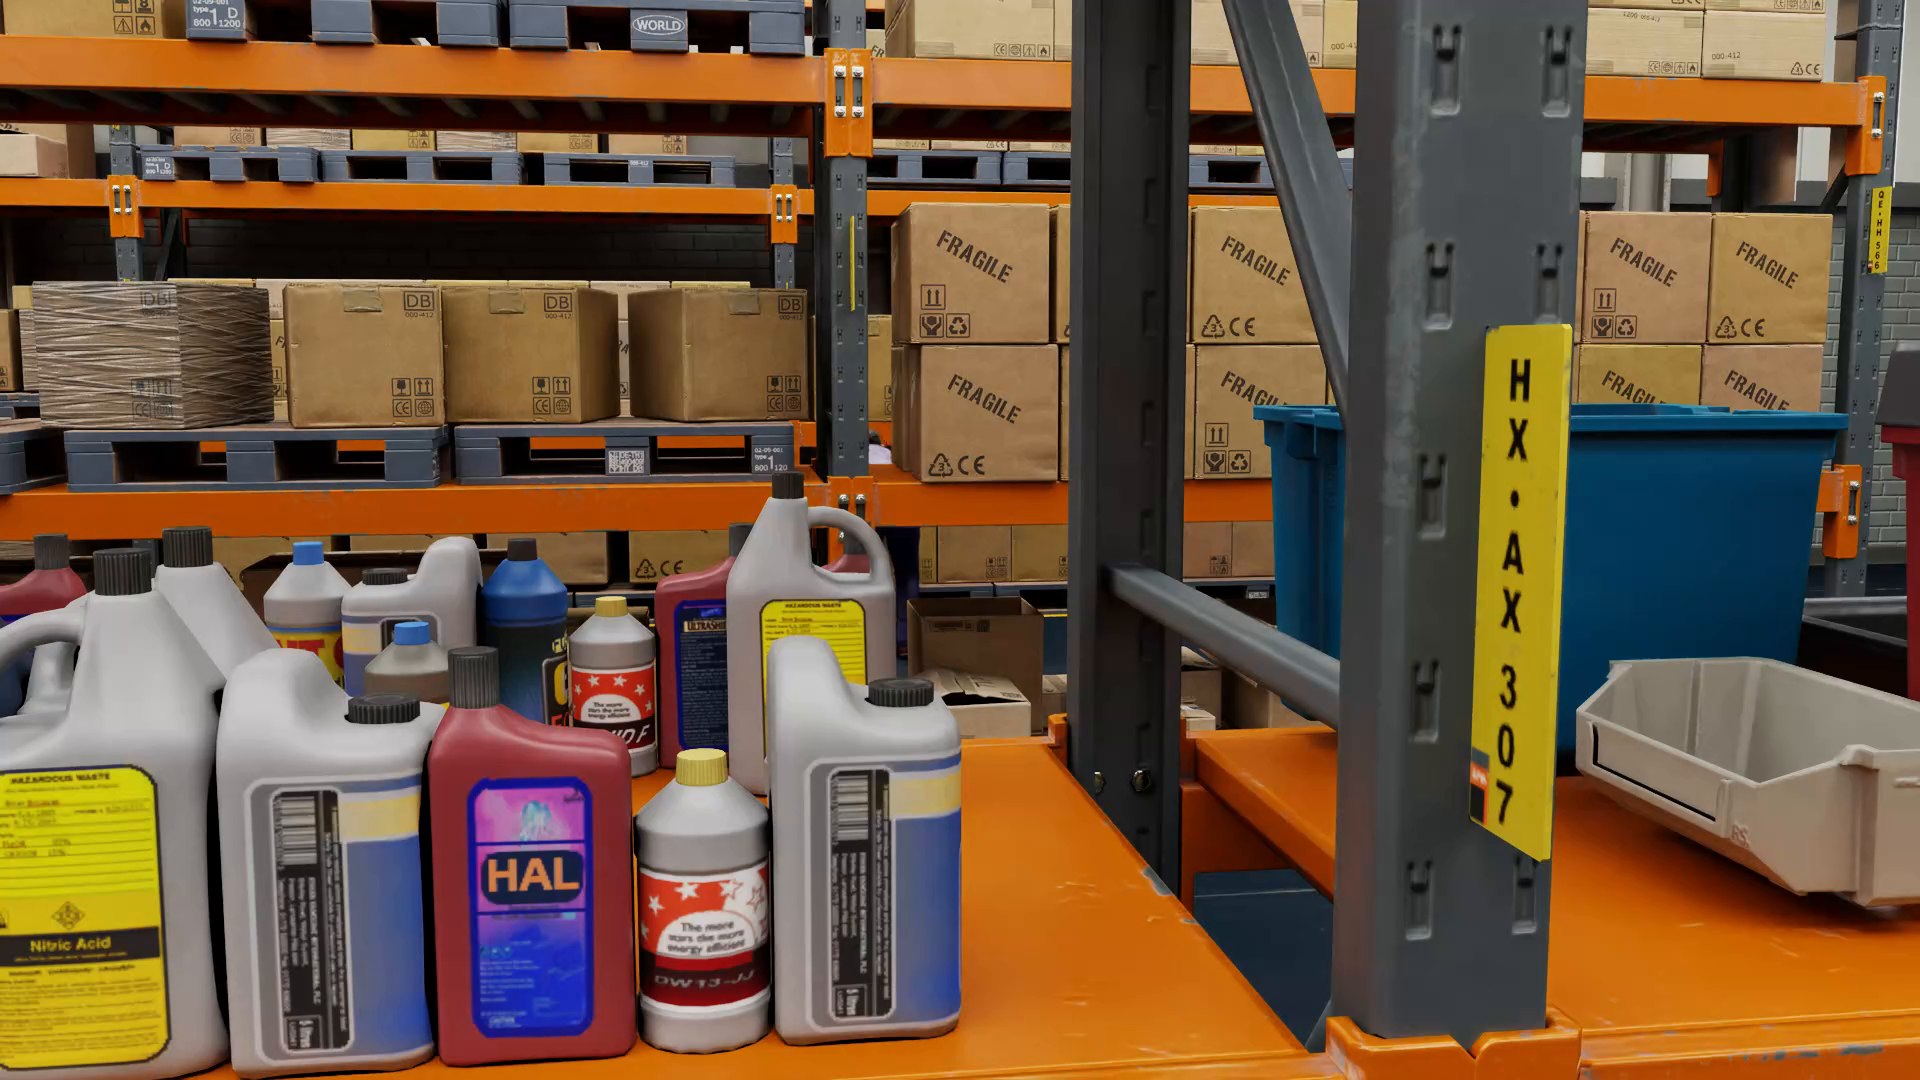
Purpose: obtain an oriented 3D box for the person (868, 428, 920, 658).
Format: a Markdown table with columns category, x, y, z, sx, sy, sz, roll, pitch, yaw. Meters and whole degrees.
| category | x | y | z | sx | sy | sz | roll | pitch | yaw |
| --- | --- | --- | --- | --- | --- | --- | --- | --- | --- |
| person | -0.477 | 0.011 | 9.787 | 0.444 | 1.316 | 0.824 | -1 | 7 | -10 |
